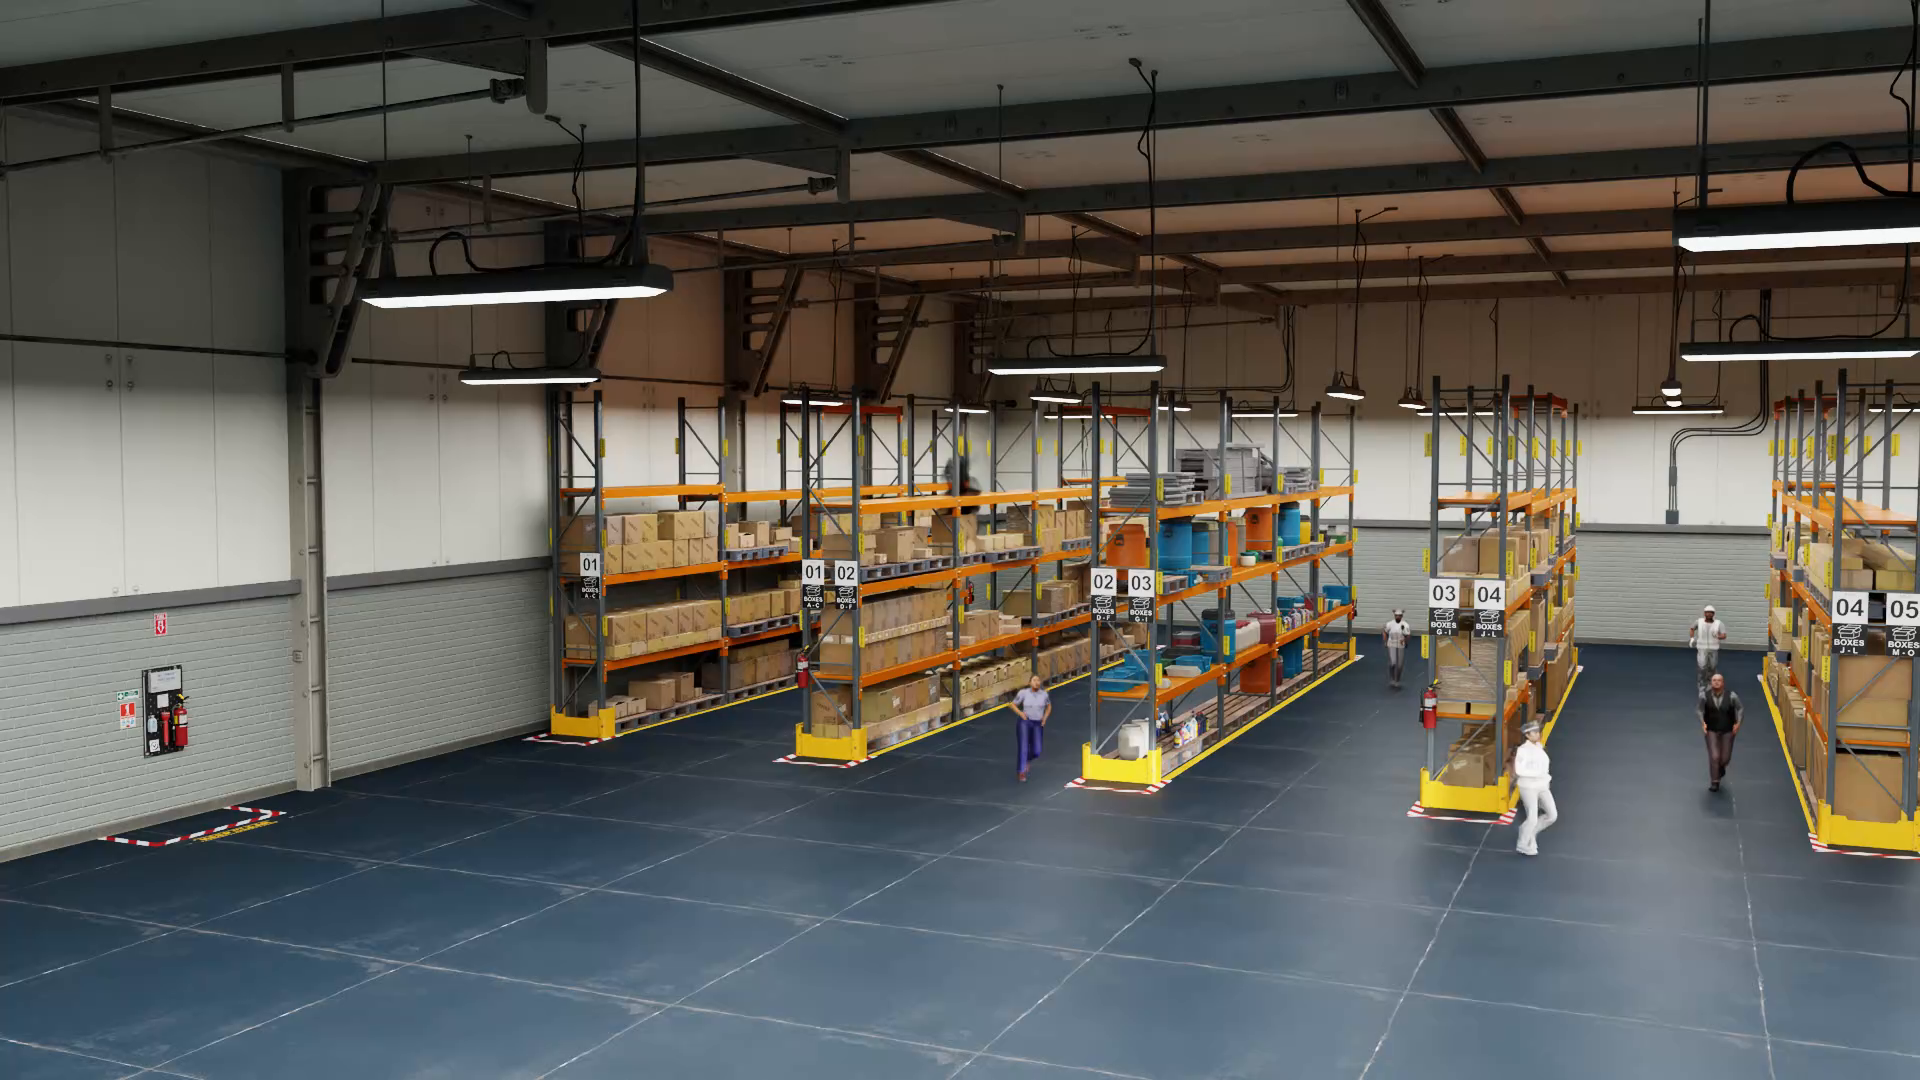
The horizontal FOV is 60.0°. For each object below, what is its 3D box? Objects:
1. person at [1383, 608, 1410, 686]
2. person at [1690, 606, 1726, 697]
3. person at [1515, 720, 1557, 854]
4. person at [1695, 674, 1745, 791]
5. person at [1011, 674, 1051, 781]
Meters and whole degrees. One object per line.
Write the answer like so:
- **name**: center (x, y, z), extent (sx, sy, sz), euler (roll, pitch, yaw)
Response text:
- **person**: center (9.117, 2.242, 34.723), extent (0.542, 1.651, 0.726), euler (1, 3, 10)
- **person**: center (15.140, 2.245, 33.670), extent (0.665, 1.842, 0.801), euler (1, 3, 19)
- **person**: center (7.080, 3.034, 20.359), extent (0.601, 1.656, 0.560), euler (-2, 4, -32)
- **person**: center (11.168, 2.814, 24.457), extent (0.668, 1.706, 0.651), euler (2, 3, 26)
- **person**: center (1.093, 2.831, 25.200), extent (0.629, 1.584, 0.593), euler (0, 3, -8)
